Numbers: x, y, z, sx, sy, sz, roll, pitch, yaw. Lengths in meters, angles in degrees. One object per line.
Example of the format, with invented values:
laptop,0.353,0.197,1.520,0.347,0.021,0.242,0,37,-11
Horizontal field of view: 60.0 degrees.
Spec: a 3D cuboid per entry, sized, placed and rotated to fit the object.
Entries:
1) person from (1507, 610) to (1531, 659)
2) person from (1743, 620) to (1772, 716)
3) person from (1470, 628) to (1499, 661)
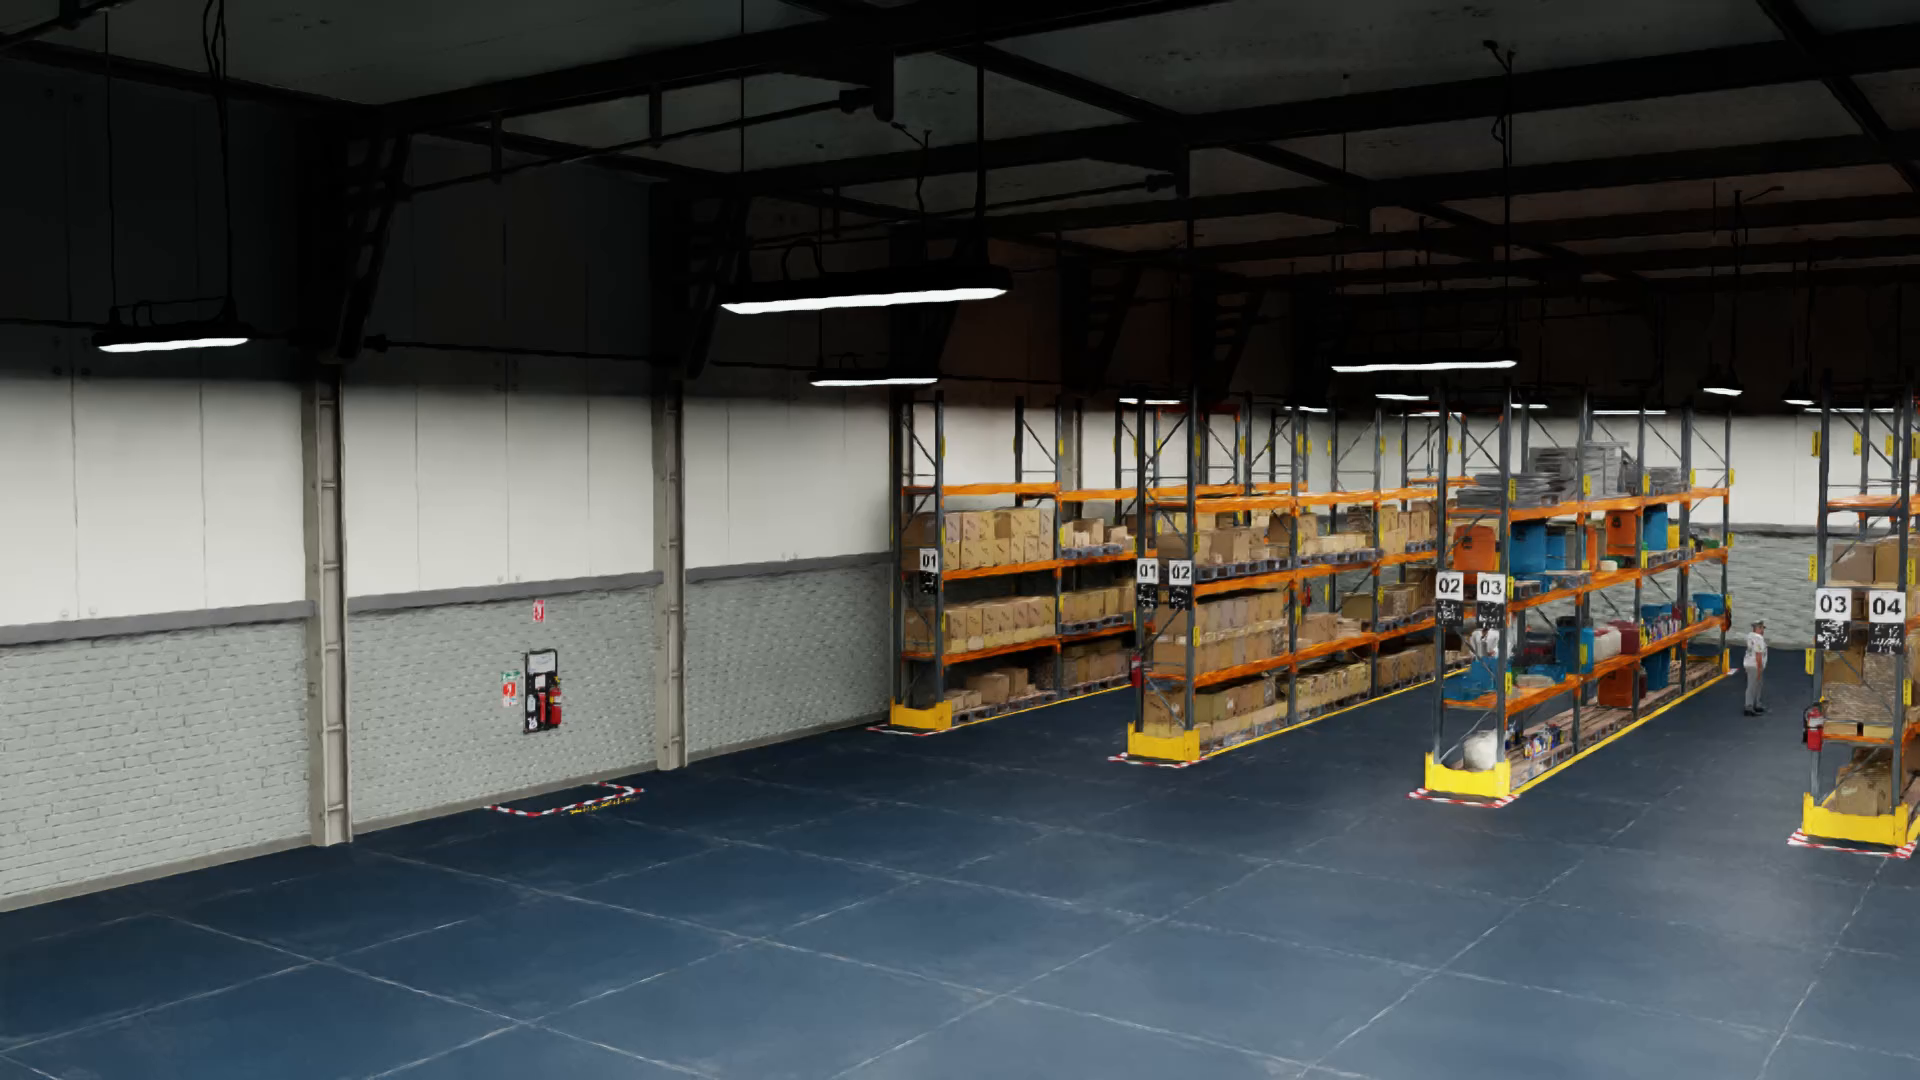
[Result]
person,11.866,2.133,35.631,0.703,1.722,0.841,2,4,30
person,14.911,2.363,31.039,0.537,1.763,0.723,1,3,14
person,10.197,2.330,32.217,0.733,1.709,0.930,2,4,32
